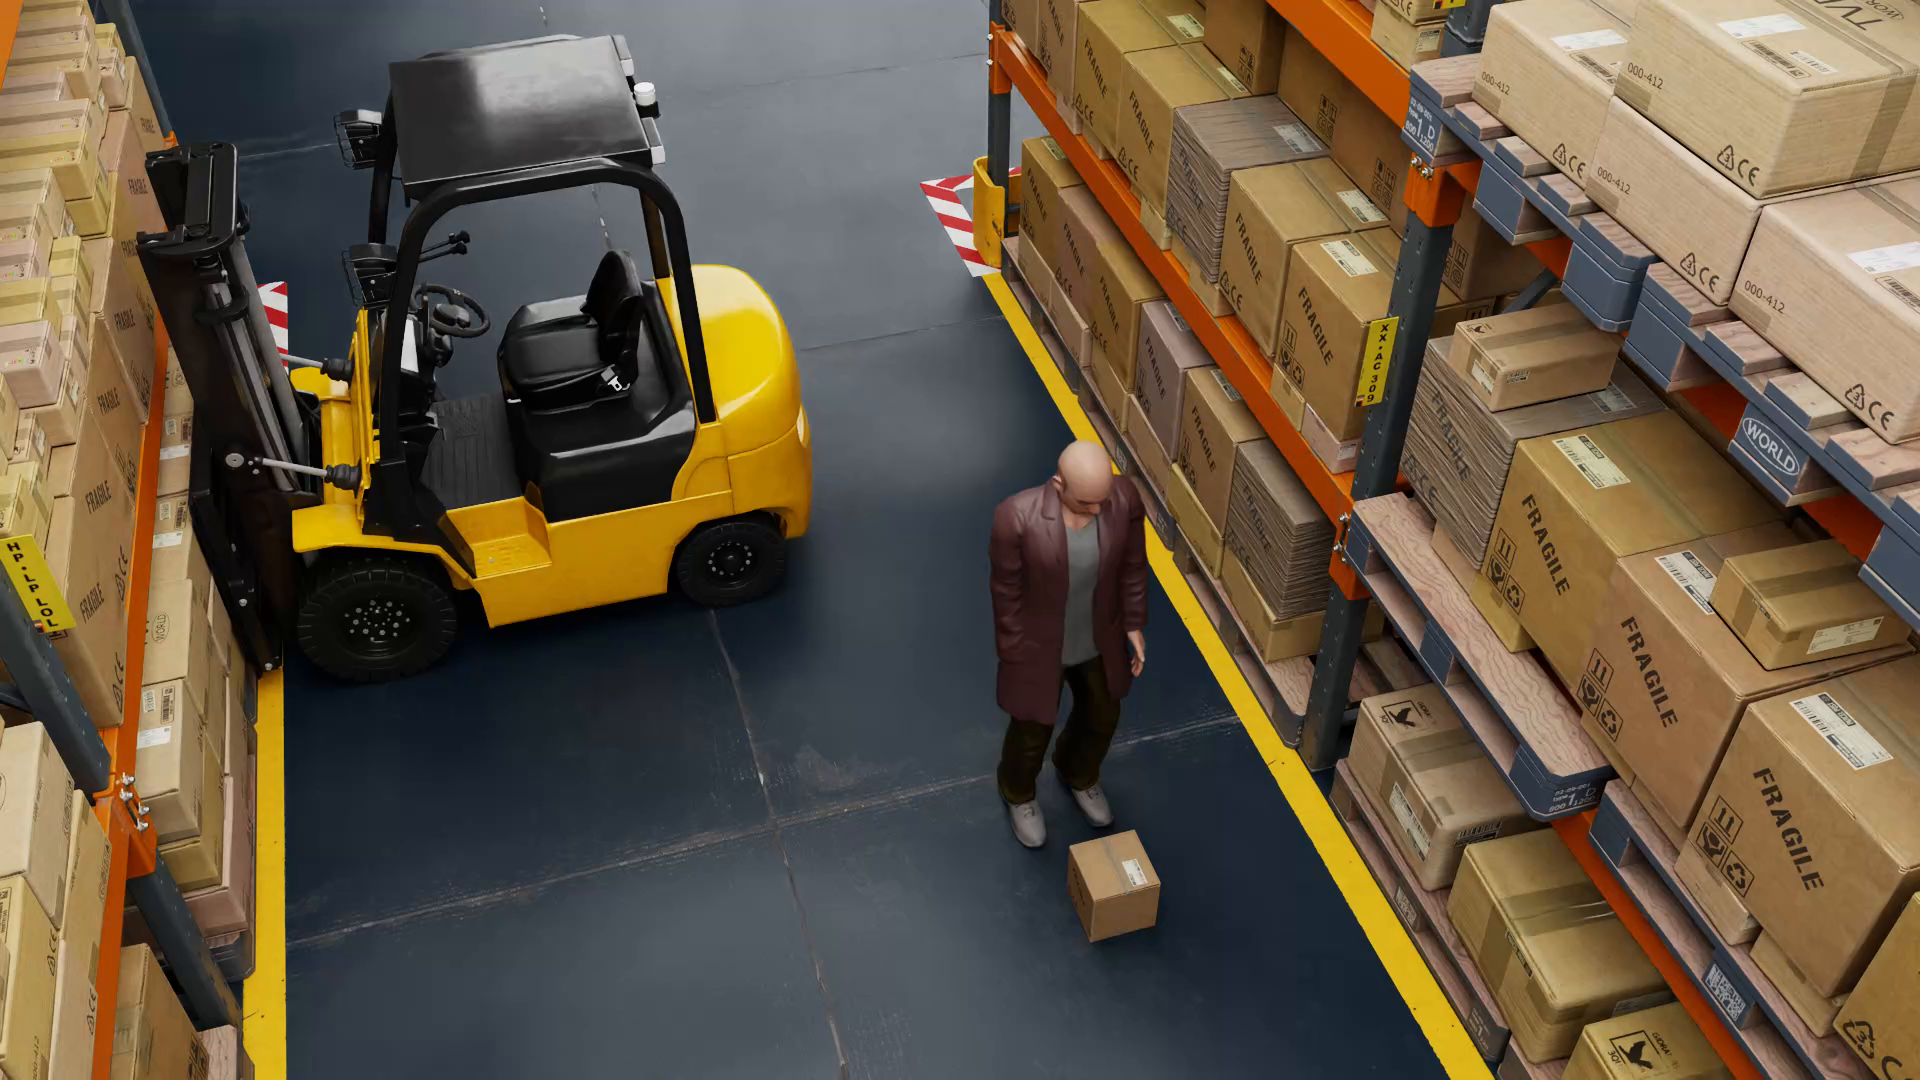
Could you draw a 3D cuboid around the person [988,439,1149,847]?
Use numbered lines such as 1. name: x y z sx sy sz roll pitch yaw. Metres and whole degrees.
1. person: 0.385 0.353 5.794 0.569 1.761 0.381 -13 43 -14
